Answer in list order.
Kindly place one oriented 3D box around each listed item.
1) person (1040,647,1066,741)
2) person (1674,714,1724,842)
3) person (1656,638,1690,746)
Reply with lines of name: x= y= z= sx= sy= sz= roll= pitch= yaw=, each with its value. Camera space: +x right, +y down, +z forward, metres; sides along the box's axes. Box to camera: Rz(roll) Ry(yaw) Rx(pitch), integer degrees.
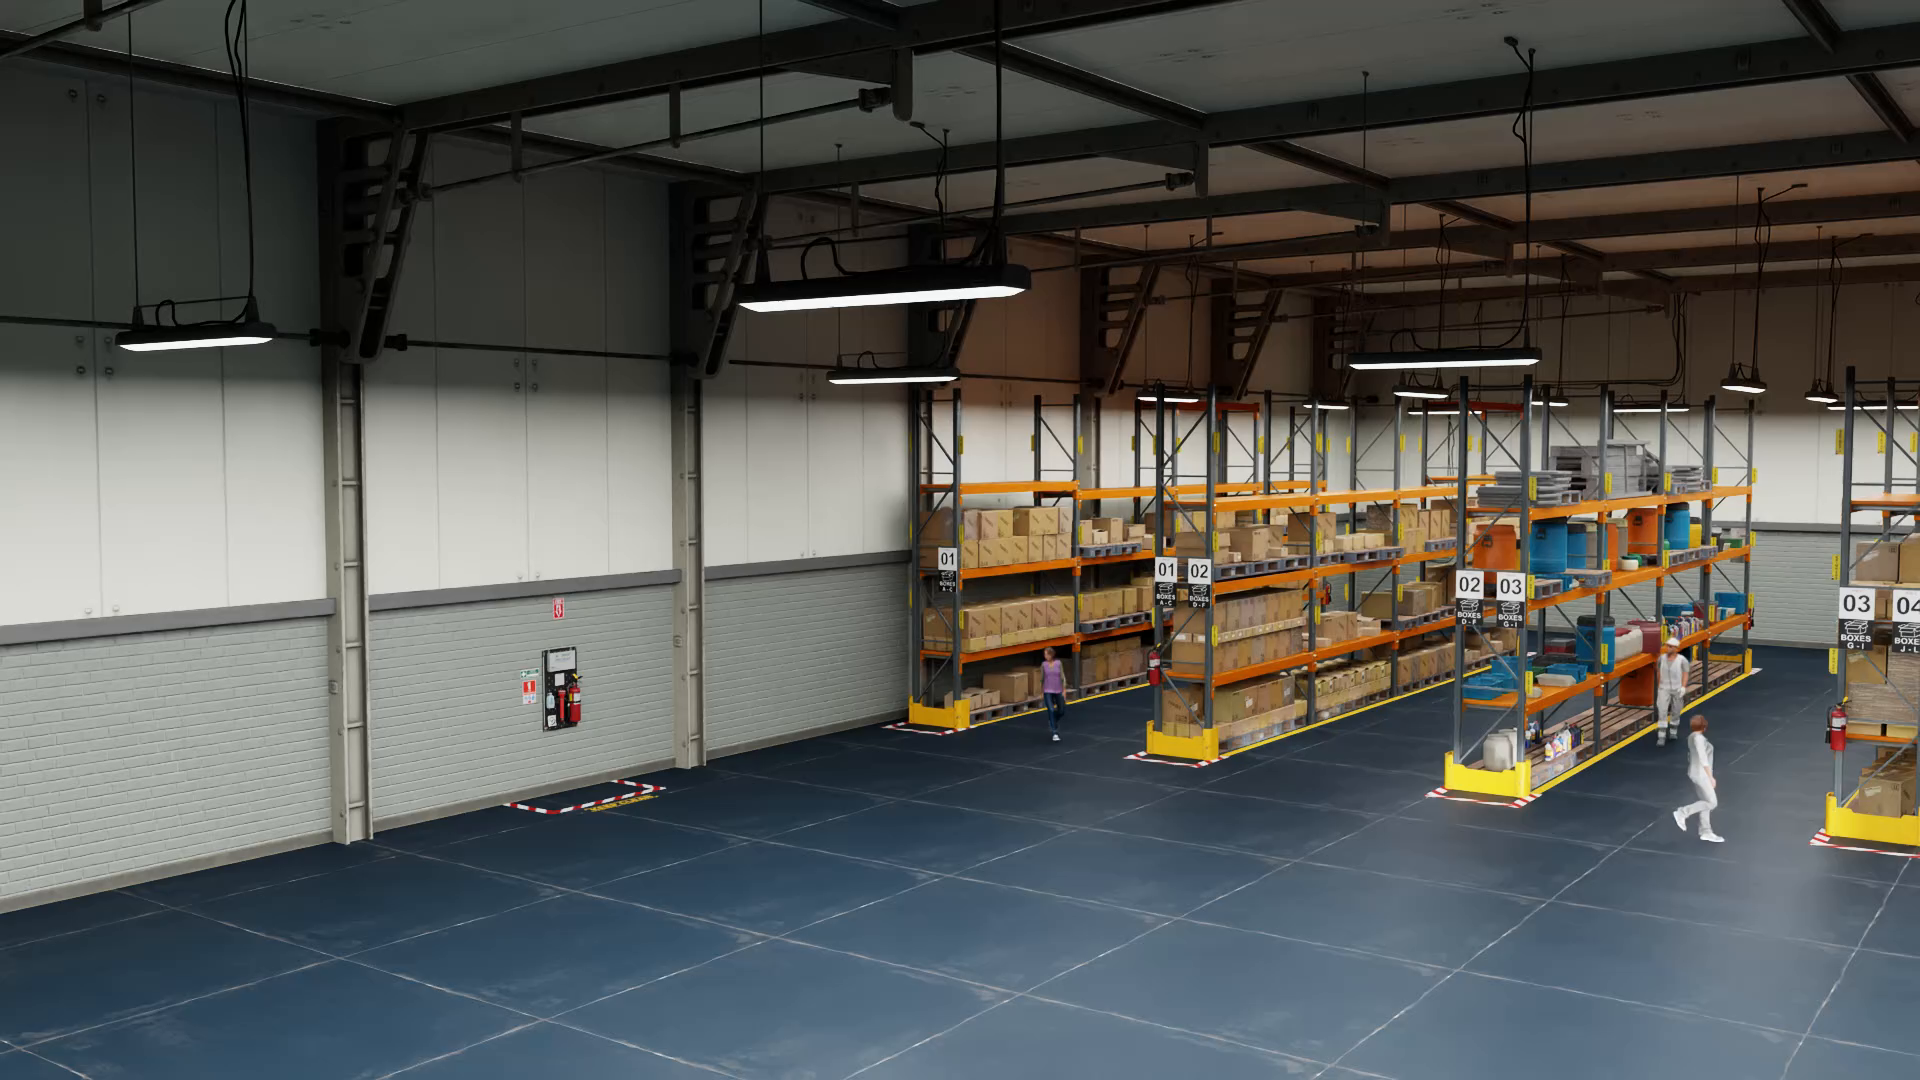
person: x=1.587 y=2.600 z=28.309 sx=0.426 sy=1.562 sz=0.725 roll=0 pitch=3 yaw=-4
person: x=9.353 y=3.009 z=21.010 sx=0.568 sy=1.588 sz=0.463 roll=1 pitch=3 yaw=14
person: x=11.927 y=2.519 z=27.822 sx=0.502 sy=1.749 sz=0.969 roll=1 pitch=4 yaw=23
